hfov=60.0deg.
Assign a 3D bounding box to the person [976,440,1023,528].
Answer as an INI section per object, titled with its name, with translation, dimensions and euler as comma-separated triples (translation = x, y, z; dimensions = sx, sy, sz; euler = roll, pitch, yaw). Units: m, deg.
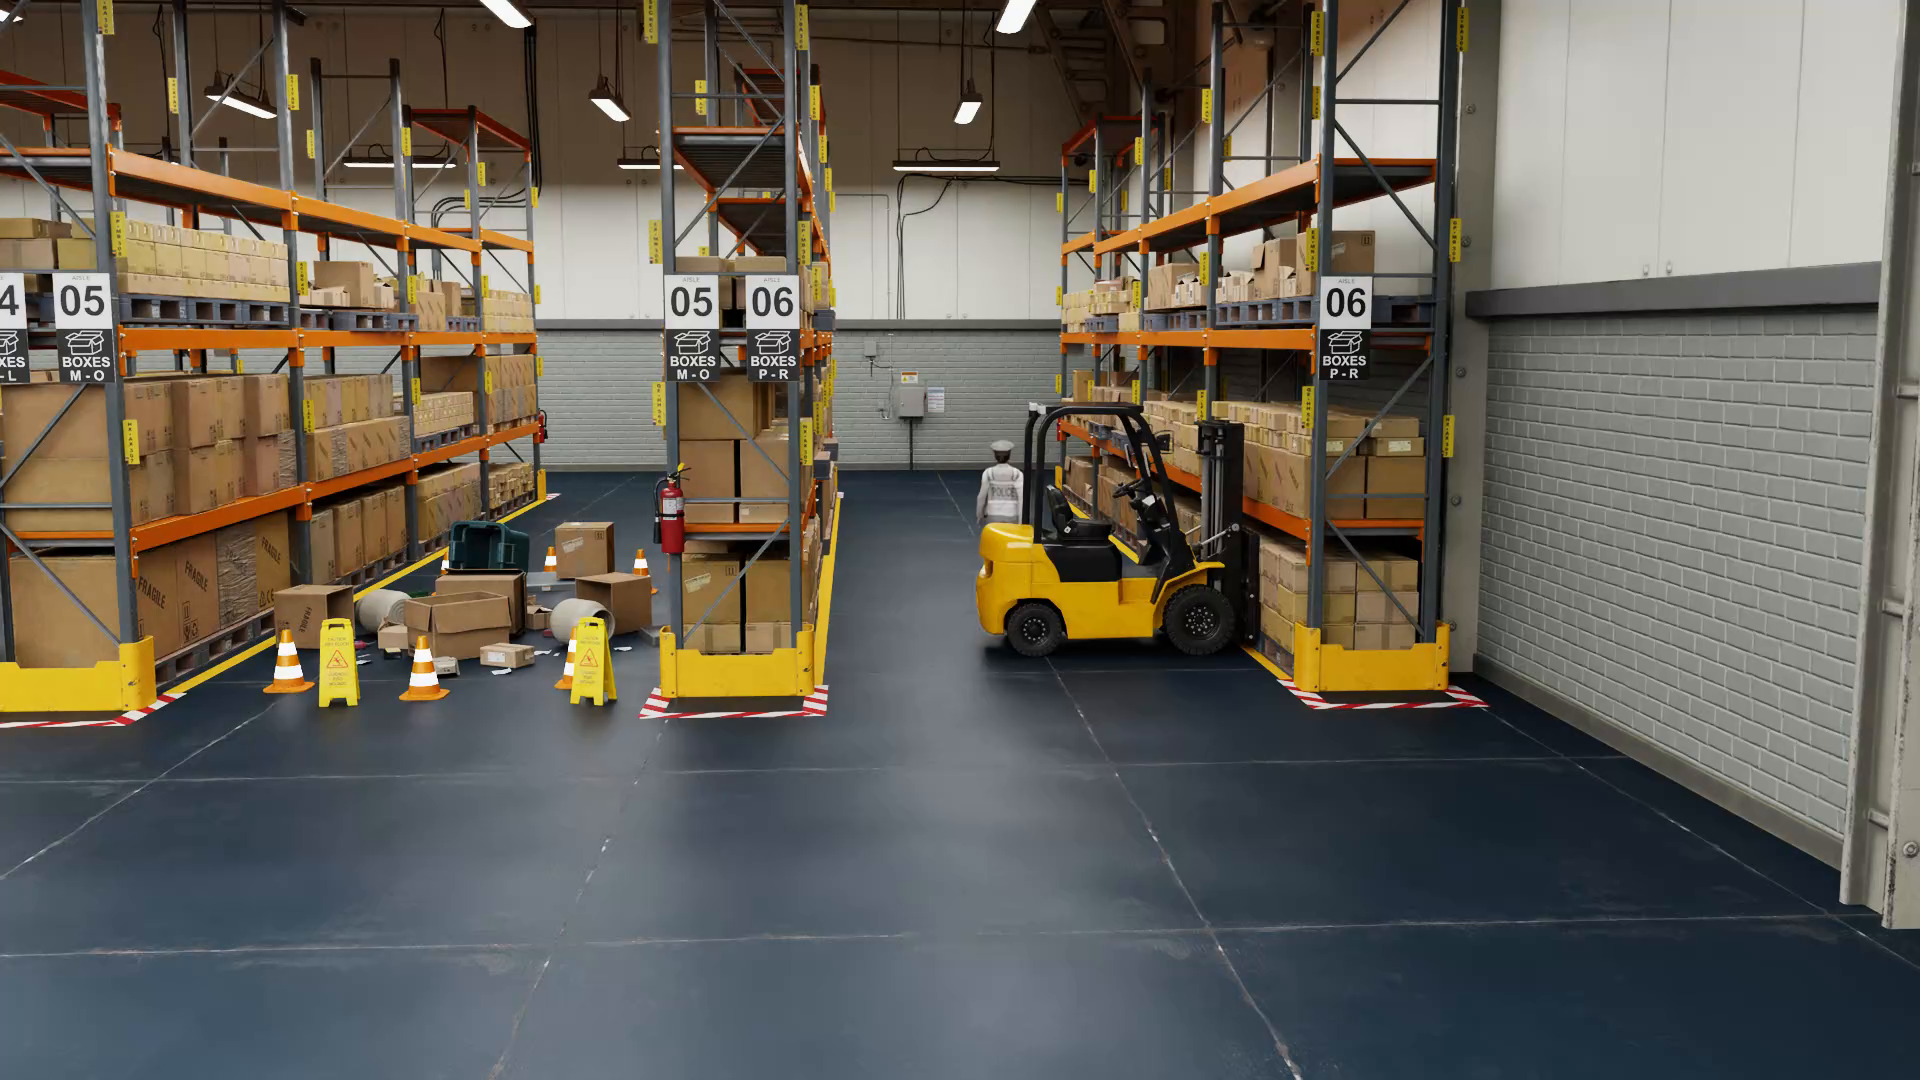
[person]
translation = 0.434, -0.242, 17.629
dimensions = 0.507, 1.628, 1.015
euler = -1, 7, -8
